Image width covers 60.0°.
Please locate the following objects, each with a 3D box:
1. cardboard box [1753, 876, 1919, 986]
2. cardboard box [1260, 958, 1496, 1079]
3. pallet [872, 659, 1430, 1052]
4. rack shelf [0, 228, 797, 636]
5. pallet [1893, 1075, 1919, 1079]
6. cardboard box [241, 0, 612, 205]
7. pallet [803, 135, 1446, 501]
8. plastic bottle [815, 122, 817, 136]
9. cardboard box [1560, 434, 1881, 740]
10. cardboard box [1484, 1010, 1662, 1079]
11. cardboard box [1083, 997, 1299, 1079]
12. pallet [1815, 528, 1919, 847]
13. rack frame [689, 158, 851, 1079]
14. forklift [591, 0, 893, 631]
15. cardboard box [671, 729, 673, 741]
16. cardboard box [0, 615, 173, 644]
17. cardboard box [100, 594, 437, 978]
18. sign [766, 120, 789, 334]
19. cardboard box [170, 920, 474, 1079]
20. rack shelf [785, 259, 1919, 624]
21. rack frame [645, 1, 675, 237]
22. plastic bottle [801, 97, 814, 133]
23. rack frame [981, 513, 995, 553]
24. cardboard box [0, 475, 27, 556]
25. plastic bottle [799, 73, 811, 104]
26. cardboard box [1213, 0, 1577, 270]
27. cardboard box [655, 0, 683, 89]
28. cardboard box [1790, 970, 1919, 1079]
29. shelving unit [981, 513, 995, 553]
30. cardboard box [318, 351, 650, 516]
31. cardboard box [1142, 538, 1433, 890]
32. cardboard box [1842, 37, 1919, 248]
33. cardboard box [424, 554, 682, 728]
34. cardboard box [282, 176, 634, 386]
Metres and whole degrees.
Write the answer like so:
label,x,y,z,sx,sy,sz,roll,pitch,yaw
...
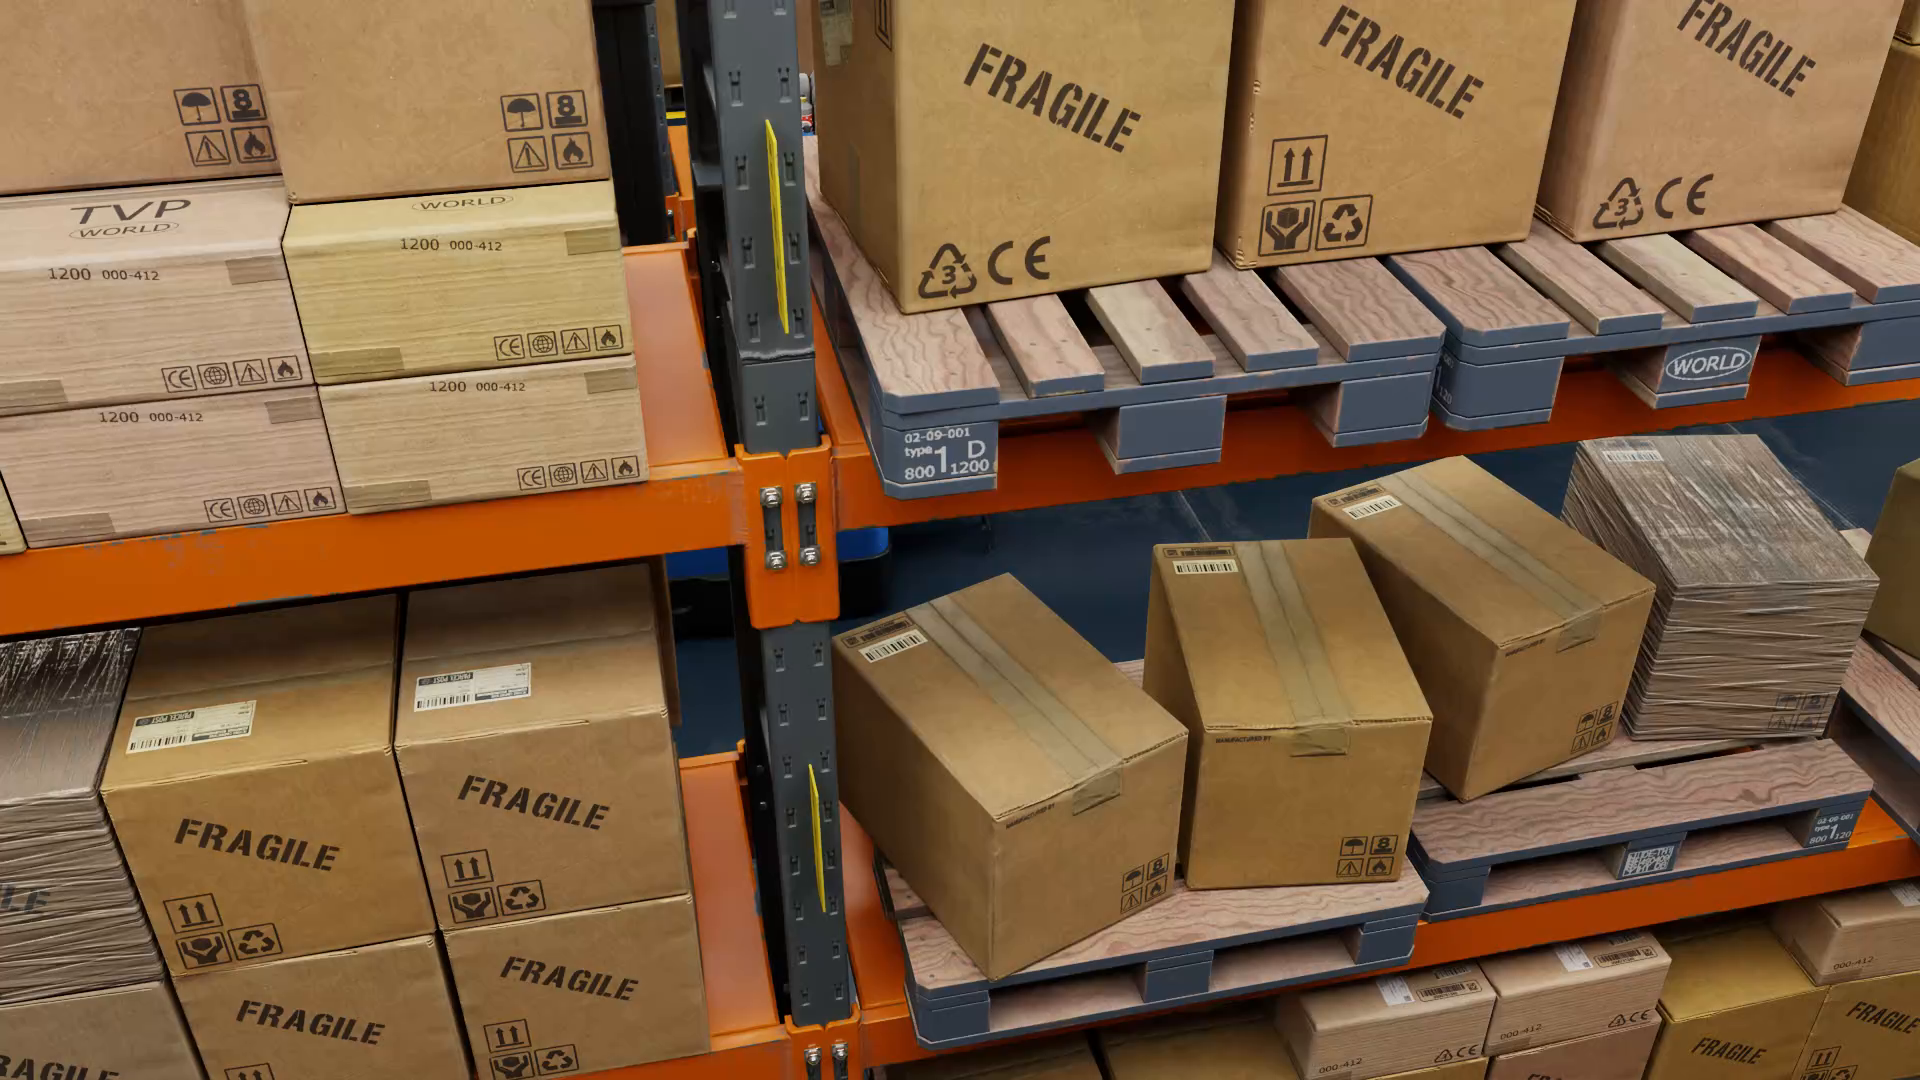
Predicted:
label,x,y,z,sx,sy,sz,roll,pitch,yaw
cardboard box,2.570,0.976,4.779,0.500,0.250,0.500,-6,34,-9
cardboard box,1.084,1.166,4.496,0.500,0.250,0.500,-7,35,-10
pallet,0.386,0.713,4.168,1.213,0.211,1.003,-7,35,-11
rack shelf,-2.368,-0.029,3.054,4.000,0.370,1.077,-7,35,-11
pallet,2.747,1.410,5.460,1.213,0.211,1.003,-7,35,-11
cardboard box,-0.883,-0.949,2.794,0.500,0.500,0.700,-7,35,-11
pallet,0.234,-0.537,3.335,1.003,0.211,1.213,-7,35,-11
plastic bottle,-0.614,-1.864,7.946,0.135,0.276,0.152,-7,35,-11
cardboard box,1.961,0.112,4.425,0.500,0.500,0.700,-1,34,-2
cardboard box,1.608,1.410,4.806,0.500,0.500,0.500,-8,35,-12
cardboard box,0.626,1.529,4.628,0.500,0.500,0.500,-7,34,-10
pallet,2.838,0.382,4.661,1.003,0.211,1.213,-7,35,-11
rack frame,-0.417,0.672,4.056,0.127,3.000,1.000,-7,35,-11
forklift,-1.864,-1.020,6.639,3.031,2.935,1.130,-6,34,-9
cardboard box,-0.975,0.545,4.156,0.500,0.500,0.500,-6,34,-9
cardboard box,-1.944,0.247,3.703,0.500,0.500,0.500,-8,35,-12
cardboard box,-1.353,0.483,3.351,0.500,0.500,0.500,-8,35,-11
sign,-0.290,-0.494,2.638,0.005,0.325,0.100,-7,35,-11
cardboard box,-1.351,0.896,3.633,0.500,0.500,0.500,-6,34,-9
rack shelf,1.533,-0.520,3.787,4.000,0.370,1.077,-7,35,-11
rack frame,-1.506,-2.020,8.069,0.127,3.000,1.000,-7,35,-11
plastic bottle,-0.791,-2.141,8.427,0.097,0.201,0.097,0,34,0
rack frame,0.129,-0.503,7.422,0.015,1.200,0.240,-6,34,-9
cardboard box,-1.809,-0.185,2.776,0.500,0.250,0.500,-7,35,-11
plastic bottle,-0.837,-2.238,8.504,0.135,0.276,0.152,-7,35,-11
cardboard box,0.737,-0.947,3.221,0.600,0.600,0.600,-8,35,-11
cardboard box,-1.979,-4.094,12.689,0.875,0.875,1.225,-7,35,-10
cardboard box,2.624,1.278,5.001,0.500,0.500,0.500,-6,34,-9
shelving unit,-0.111,-0.478,7.386,0.503,1.200,0.258,-6,34,-9
cardboard box,-0.833,-0.307,2.958,0.500,0.250,0.500,-7,35,-11
cardboard box,0.751,0.401,3.994,0.500,0.500,0.700,-2,34,-3
cardboard box,2.061,-0.908,3.629,0.500,0.500,0.910,-7,35,-11
cardboard box,-0.939,0.121,3.891,0.500,0.500,0.500,-6,34,-9
cardboard box,-0.832,-0.511,2.814,0.500,0.250,0.500,-7,35,-11
